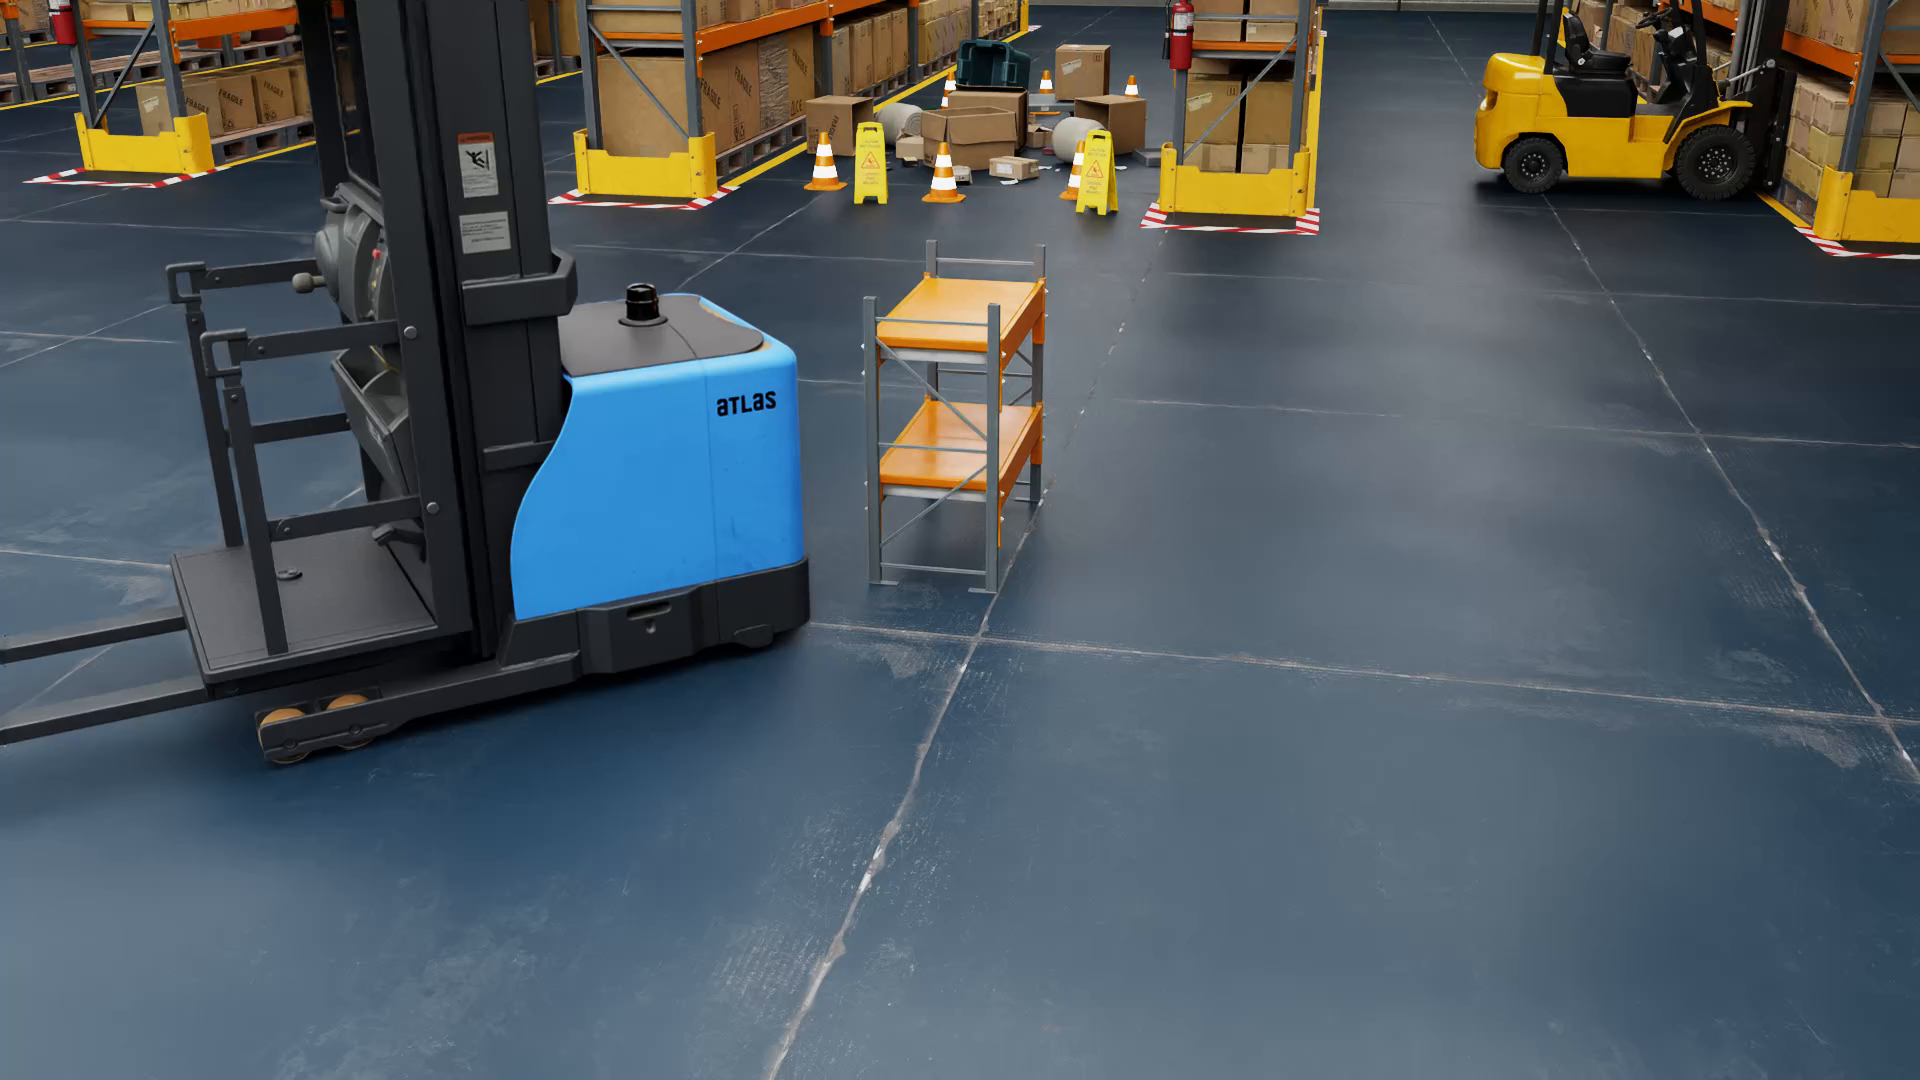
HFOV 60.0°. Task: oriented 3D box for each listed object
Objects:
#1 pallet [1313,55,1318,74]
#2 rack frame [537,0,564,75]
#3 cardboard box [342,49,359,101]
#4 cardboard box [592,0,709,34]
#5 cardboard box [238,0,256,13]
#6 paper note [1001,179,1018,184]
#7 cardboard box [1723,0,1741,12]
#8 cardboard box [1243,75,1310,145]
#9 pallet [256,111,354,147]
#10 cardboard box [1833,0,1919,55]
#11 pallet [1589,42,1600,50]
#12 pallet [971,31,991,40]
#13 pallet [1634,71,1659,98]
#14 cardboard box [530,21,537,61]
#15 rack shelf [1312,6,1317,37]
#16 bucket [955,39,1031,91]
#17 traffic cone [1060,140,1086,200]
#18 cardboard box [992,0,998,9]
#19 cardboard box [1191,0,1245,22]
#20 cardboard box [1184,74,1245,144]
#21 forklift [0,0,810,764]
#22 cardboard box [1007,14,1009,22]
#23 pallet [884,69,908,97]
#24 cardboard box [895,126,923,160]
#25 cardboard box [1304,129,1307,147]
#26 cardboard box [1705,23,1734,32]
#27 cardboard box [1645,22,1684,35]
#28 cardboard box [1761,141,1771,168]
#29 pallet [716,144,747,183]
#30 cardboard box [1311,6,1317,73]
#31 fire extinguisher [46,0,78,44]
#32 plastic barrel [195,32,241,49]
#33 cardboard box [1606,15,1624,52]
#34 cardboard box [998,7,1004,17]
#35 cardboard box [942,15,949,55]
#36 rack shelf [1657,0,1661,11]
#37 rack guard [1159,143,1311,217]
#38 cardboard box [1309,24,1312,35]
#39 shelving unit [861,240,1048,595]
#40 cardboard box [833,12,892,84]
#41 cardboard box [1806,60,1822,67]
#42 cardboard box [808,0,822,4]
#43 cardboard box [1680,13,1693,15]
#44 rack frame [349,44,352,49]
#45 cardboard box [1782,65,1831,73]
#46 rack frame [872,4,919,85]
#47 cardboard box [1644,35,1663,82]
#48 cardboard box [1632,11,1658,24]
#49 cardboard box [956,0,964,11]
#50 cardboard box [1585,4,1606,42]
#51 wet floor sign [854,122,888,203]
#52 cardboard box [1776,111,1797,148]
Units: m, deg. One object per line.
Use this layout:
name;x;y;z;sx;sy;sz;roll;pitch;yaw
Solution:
pallet;4.315;-6.400;22.463;1.003;0.211;1.213;4;22;11
rack frame;-5.872;-7.722;22.012;1.000;3.000;0.127;4;22;11
cardboard box;-6.809;-5.151;18.412;0.500;0.500;0.500;4;22;9
cardboard box;-2.638;-4.590;14.034;0.875;0.550;0.550;4;22;11
cardboard box;-6.989;-5.130;15.912;0.380;0.149;0.250;4;22;11
paper note;0.441;-3.161;14.661;0.148;0.019;0.142;-3;22;-8
cardboard box;7.720;-5.261;16.103;0.500;0.250;0.500;5;22;12
cardboard box;2.637;-3.591;13.868;0.500;0.500;0.500;4;22;9
pallet;-7.037;-4.270;17.173;1.003;0.211;1.213;4;22;11
cardboard box;6.900;-3.910;12.413;0.500;0.500;0.500;4;22;10
pallet;9.647;-7.010;23.977;1.003;0.211;1.213;4;22;11
pallet;-0.118;-7.725;25.751;1.003;0.211;1.213;4;22;11
pallet;8.879;-5.566;20.392;1.003;0.211;1.213;4;22;11
cardboard box;-5.989;-6.520;21.784;0.700;0.500;0.500;3;22;8
rack shelf;3.421;-5.901;18.454;1.077;0.370;4.000;4;22;11
bucket;0.376;-4.805;17.117;0.726;0.611;0.620;13;15;29
traffic cone;1.022;-3.120;13.980;0.336;0.463;0.334;4;22;11
cardboard box;0.396;-8.598;26.644;0.380;0.149;0.250;5;22;11
cardboard box;2.038;-4.445;13.342;0.500;0.500;0.500;4;22;10
cardboard box;2.105;-3.621;13.943;0.500;0.500;0.500;5;22;11
forklift;-2.077;-0.894;5.150;3.031;2.935;1.130;-12;25;-27
cardboard box;0.601;-8.705;27.706;0.380;0.149;0.250;4;22;11
pallet;-1.272;-5.731;20.801;1.003;0.211;1.213;4;22;11
cardboard box;-0.401;-3.807;15.950;0.396;0.266;0.258;8;23;20
cardboard box;2.744;-3.420;14.449;0.500;0.250;0.500;5;23;13
cardboard box;9.101;-6.093;19.882;0.380;0.149;0.250;6;23;14
cardboard box;8.568;-6.228;20.217;0.380;0.149;0.250;3;22;8
cardboard box;7.149;-3.334;14.235;0.500;0.250;0.500;5;23;13
pallet;-2.583;-3.386;14.978;1.003;0.211;1.213;4;22;11
cardboard box;4.052;-6.422;21.066;0.875;0.875;0.875;4;22;10
fire extinguisher;-7.979;-4.754;14.745;0.296;0.674;0.183;4;22;11
plastic barrel;-10.638;-7.468;23.724;0.600;0.830;0.708;4;22;11
cardboard box;9.187;-6.928;22.824;0.500;0.500;0.500;5;23;13
cardboard box;0.499;-8.555;26.937;0.380;0.149;0.250;6;23;14
cardboard box;-0.444;-6.954;22.888;0.500;0.500;0.500;4;22;10
rack shelf;9.098;-6.987;21.151;1.077;0.370;4.000;4;22;11
rack guard;2.213;-2.909;13.407;1.175;0.500;0.348;4;22;11
cardboard box;2.737;-4.306;13.867;0.380;0.149;0.250;5;22;12
shelving unit;0.001;-0.524;6.650;0.538;1.125;1.048;4;22;11
cardboard box;-1.424;-5.922;19.993;1.050;0.750;0.750;5;22;12
cardboard box;7.874;-4.129;14.870;0.500;0.250;0.500;4;22;10
cardboard box;-1.917;-5.778;16.984;0.875;0.550;0.550;4;22;11
cardboard box;9.409;-6.665;21.303;0.380;0.149;0.250;4;22;9
rack frame;-6.688;-6.259;18.380;1.000;3.000;0.127;4;22;11
cardboard box;7.263;-3.988;14.520;0.500;0.250;0.500;5;23;13
rack frame;-1.037;-7.307;20.981;1.000;3.000;0.127;4;22;11
cardboard box;8.565;-5.796;20.013;0.500;0.500;0.500;5;22;12
cardboard box;8.967;-6.795;21.627;0.380;0.149;0.250;5;23;13
cardboard box;-0.243;-7.674;23.674;0.500;0.250;0.500;6;23;13
cardboard box;9.680;-7.645;24.604;0.700;0.500;0.500;4;22;9
wet floor sign;-0.737;-3.128;13.755;0.267;0.644;0.232;1;22;2
cardboard box;7.048;-3.390;13.704;0.500;0.250;0.500;4;22;10
